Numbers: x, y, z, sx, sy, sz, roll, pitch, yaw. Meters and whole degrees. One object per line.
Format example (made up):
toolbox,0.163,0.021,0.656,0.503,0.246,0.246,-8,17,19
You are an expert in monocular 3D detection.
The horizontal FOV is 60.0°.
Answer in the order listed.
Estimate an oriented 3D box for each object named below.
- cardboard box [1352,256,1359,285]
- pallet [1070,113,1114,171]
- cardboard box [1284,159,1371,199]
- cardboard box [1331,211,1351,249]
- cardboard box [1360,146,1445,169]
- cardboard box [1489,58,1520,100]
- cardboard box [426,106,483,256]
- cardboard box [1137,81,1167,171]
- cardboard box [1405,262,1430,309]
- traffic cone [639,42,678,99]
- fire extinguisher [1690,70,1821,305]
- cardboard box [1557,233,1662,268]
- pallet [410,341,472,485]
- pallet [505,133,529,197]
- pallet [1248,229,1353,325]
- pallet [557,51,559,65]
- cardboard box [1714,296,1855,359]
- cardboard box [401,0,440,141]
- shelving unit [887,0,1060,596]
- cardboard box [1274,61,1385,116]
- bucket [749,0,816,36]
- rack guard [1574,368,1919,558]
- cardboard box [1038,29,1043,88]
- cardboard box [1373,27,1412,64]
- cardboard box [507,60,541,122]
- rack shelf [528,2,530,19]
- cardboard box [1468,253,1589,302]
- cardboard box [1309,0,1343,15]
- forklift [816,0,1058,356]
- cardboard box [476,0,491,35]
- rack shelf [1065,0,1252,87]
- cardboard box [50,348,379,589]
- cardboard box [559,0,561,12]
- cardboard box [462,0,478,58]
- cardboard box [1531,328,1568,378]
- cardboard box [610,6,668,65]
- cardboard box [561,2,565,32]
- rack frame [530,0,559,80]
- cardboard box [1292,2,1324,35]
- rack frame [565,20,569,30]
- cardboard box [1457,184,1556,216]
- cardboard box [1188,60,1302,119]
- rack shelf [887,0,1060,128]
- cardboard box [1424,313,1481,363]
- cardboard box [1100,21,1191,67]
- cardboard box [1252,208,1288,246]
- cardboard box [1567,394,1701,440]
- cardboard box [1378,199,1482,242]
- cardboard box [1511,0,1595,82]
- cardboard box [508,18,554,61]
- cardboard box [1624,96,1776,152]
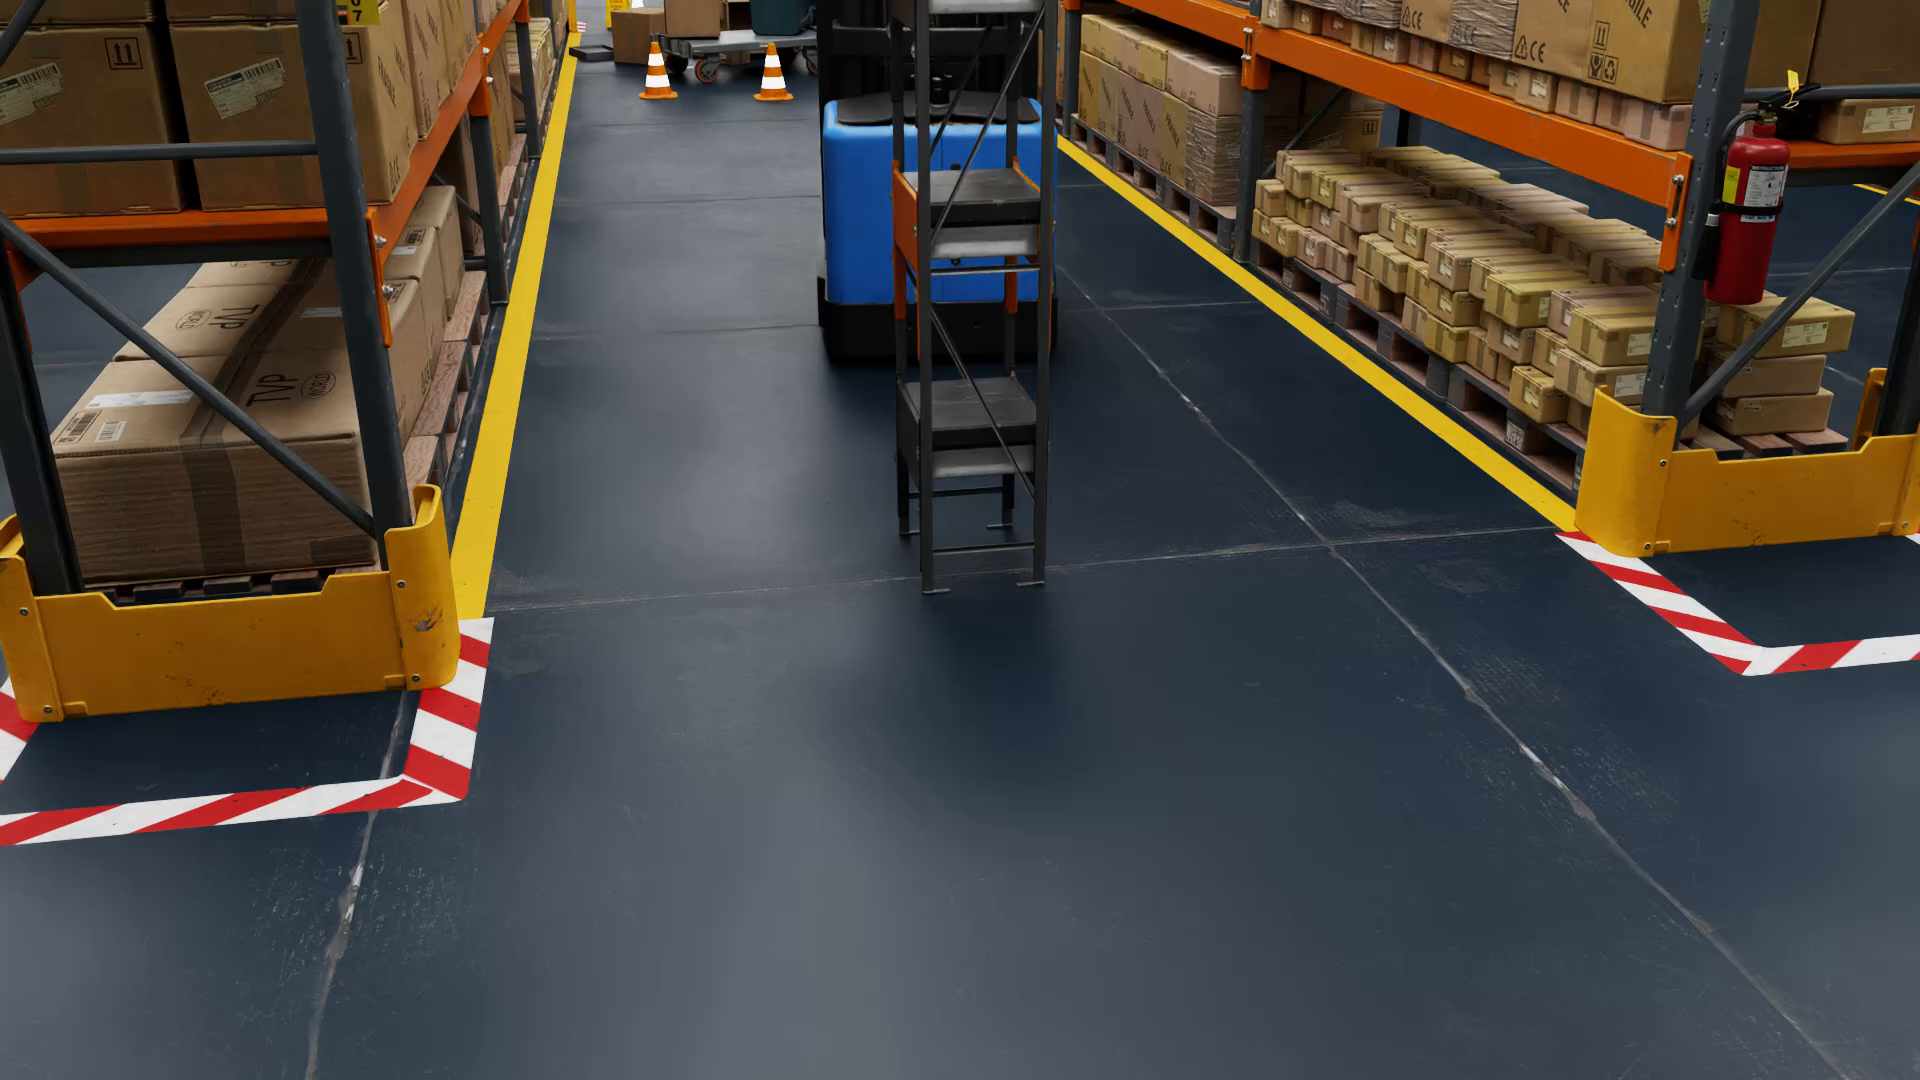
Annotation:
cardboard box,2.115,-1.285,7.982,0.380,0.149,0.250,-5,24,-12
pallet,1.440,-2.952,12.245,1.003,0.211,1.213,-4,24,-10
cardboard box,1.890,-1.859,8.553,0.380,0.149,0.250,-3,24,-7
cardboard box,2.052,-1.528,8.165,0.380,0.149,0.250,-6,24,-12
cardboard box,2.358,-2.002,8.880,0.380,0.149,0.250,-4,24,-8
cardboard box,2.278,-1.785,6.404,0.380,0.149,0.250,-5,24,-12
cardboard box,-3.002,-2.015,8.745,0.875,0.875,0.875,-4,24,-8
cardboard box,1.467,-2.687,10.754,0.500,0.500,0.500,-5,24,-11
cardboard box,2.163,-1.109,7.206,0.380,0.149,0.250,-3,24,-7
traffic cone,-2.683,-4.158,14.692,0.336,0.463,0.334,-4,24,-10
fire extinguisher,2.370,-1.051,4.971,0.296,0.674,0.183,-4,24,-10
cardboard box,2.754,-1.190,7.021,0.380,0.149,0.250,-3,24,-8
pallet,-2.516,-0.494,6.618,1.003,0.211,1.213,-4,24,-10
pallet,-3.477,-2.538,11.297,1.003,0.211,1.213,-4,24,-10
pallet,2.196,-1.425,8.748,1.003,0.211,1.213,-4,24,-10
pallet,-4.447,-4.688,16.221,1.003,0.211,1.213,-4,24,-10
cardboard box,3.014,-0.781,6.083,0.380,0.149,0.250,-5,24,-12
cardboard box,-2.073,-1.639,5.629,0.500,0.500,0.500,-4,24,-10
shelving unit,0.031,-0.897,5.181,0.431,2.100,0.503,-4,24,-10
cardboard box,2.160,-2.665,9.765,0.500,0.250,0.500,-5,24,-12
bucket,-1.733,-5.190,16.076,0.726,0.611,0.620,4,34,9
rack guard,2.762,-0.275,5.755,1.175,0.500,0.348,-4,24,-10
cardboard box,1.108,-4.289,14.108,1.050,0.750,0.750,-4,24,-9
cardboard box,2.059,-2.199,7.351,0.380,0.149,0.250,-3,24,-7
cardboard box,-3.643,-3.342,12.414,0.950,0.372,0.625,-6,24,-13
rack shelf,-3.919,-4.588,13.407,1.077,0.370,4.000,-4,24,-10
cardboard box,2.281,-1.041,6.679,0.380,0.149,0.250,-5,24,-12
cardboard box,1.979,-2.739,7.776,0.500,0.500,0.500,-4,24,-10
forklift,-0.175,-2.717,8.308,1.130,2.935,3.031,-2,24,-3
cardboard box,-2.631,-2.682,8.330,0.500,0.250,0.500,-5,24,-11
rack shelf,1.667,-3.421,10.734,1.077,0.370,4.000,-4,24,-10
cardboard box,-2.290,-0.255,5.263,0.875,0.438,0.875,-5,24,-12
cardboard box,-4.243,-5.442,16.437,0.500,0.500,0.500,-3,24,-8
cardboard box,-2.472,-2.440,7.465,0.500,0.500,0.500,-4,24,-9
cardboard box,2.403,-0.706,6.285,0.380,0.149,0.250,-5,24,-11
cardboard box,-3.149,-5.082,16.759,0.500,0.500,0.500,13,27,27
cardboard box,-4.424,-5.503,17.512,0.500,0.250,0.500,-5,24,-12
rack frame,-4.288,-5.705,15.064,1.000,3.000,0.127,-4,24,-10
cardboard box,1.888,-2.617,8.308,0.380,0.149,0.250,-4,24,-8
rack frame,-5.028,-7.278,18.666,1.000,3.000,0.127,-4,24,-10
cardboard box,2.610,-1.599,7.958,0.380,0.149,0.250,-5,24,-12
cardboard box,1.651,-2.629,9.683,0.500,0.250,0.500,-5,24,-11
rack shelf,0.031,-1.526,4.906,0.431,0.518,0.480,-4,24,-10
cardboard box,2.196,-0.864,7.018,0.380,0.149,0.250,-5,24,-12
cardboard box,1.281,-3.439,11.539,0.500,0.250,0.500,-5,24,-10
cardboard box,1.788,-1.683,8.893,0.380,0.149,0.250,-5,24,-12
cardboard box,2.474,-0.468,6.112,0.380,0.149,0.250,-4,24,-9
cardboard box,2.154,-1.455,7.628,0.380,0.149,0.250,-5,24,-12
cardboard box,2.350,-1.933,5.933,0.500,0.500,0.500,-5,24,-11
cardboard box,-4.189,-4.487,15.034,0.950,0.372,0.625,-4,24,-9
cardboard box,2.438,-1.383,5.482,0.380,0.149,0.250,-4,24,-10
